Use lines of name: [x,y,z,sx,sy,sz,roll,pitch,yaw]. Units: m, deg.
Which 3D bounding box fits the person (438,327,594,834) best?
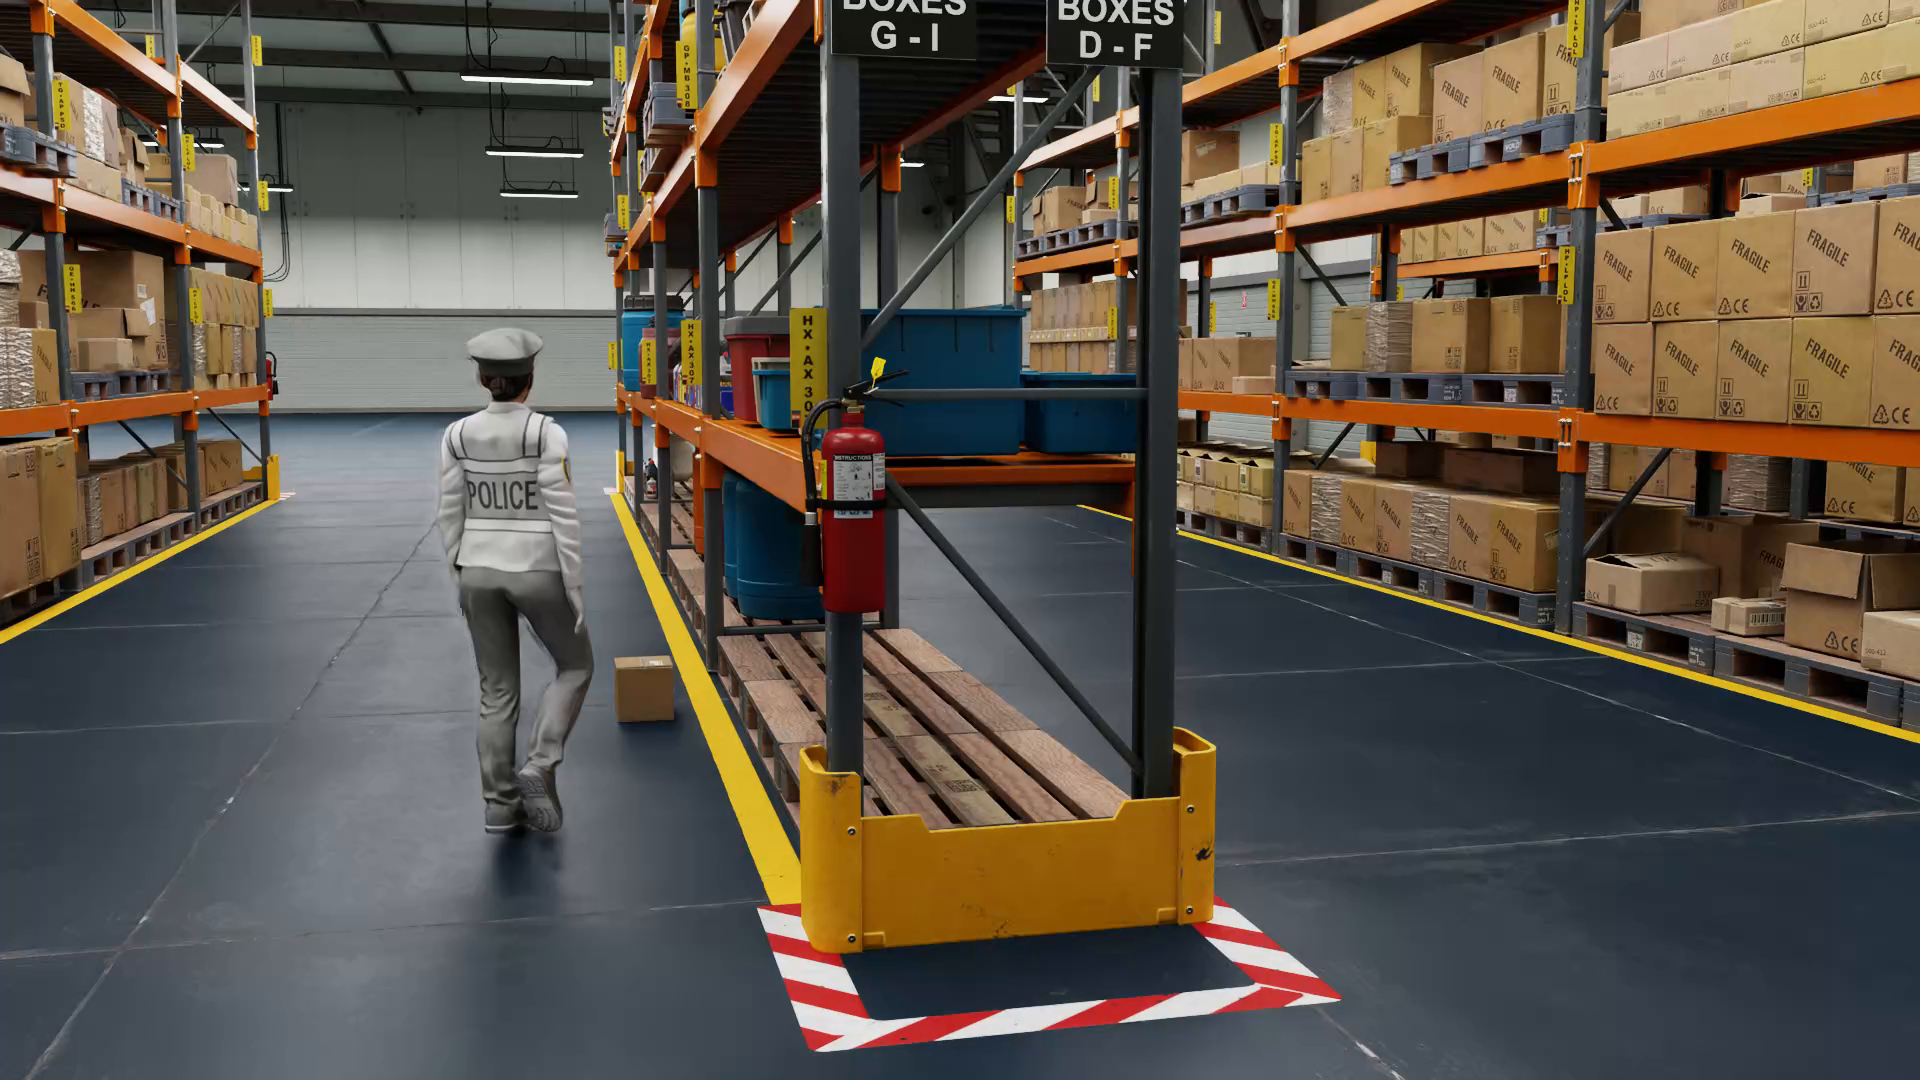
person: [-1.481,0.136,5.574,0.514,1.690,0.423,1,6,5]
